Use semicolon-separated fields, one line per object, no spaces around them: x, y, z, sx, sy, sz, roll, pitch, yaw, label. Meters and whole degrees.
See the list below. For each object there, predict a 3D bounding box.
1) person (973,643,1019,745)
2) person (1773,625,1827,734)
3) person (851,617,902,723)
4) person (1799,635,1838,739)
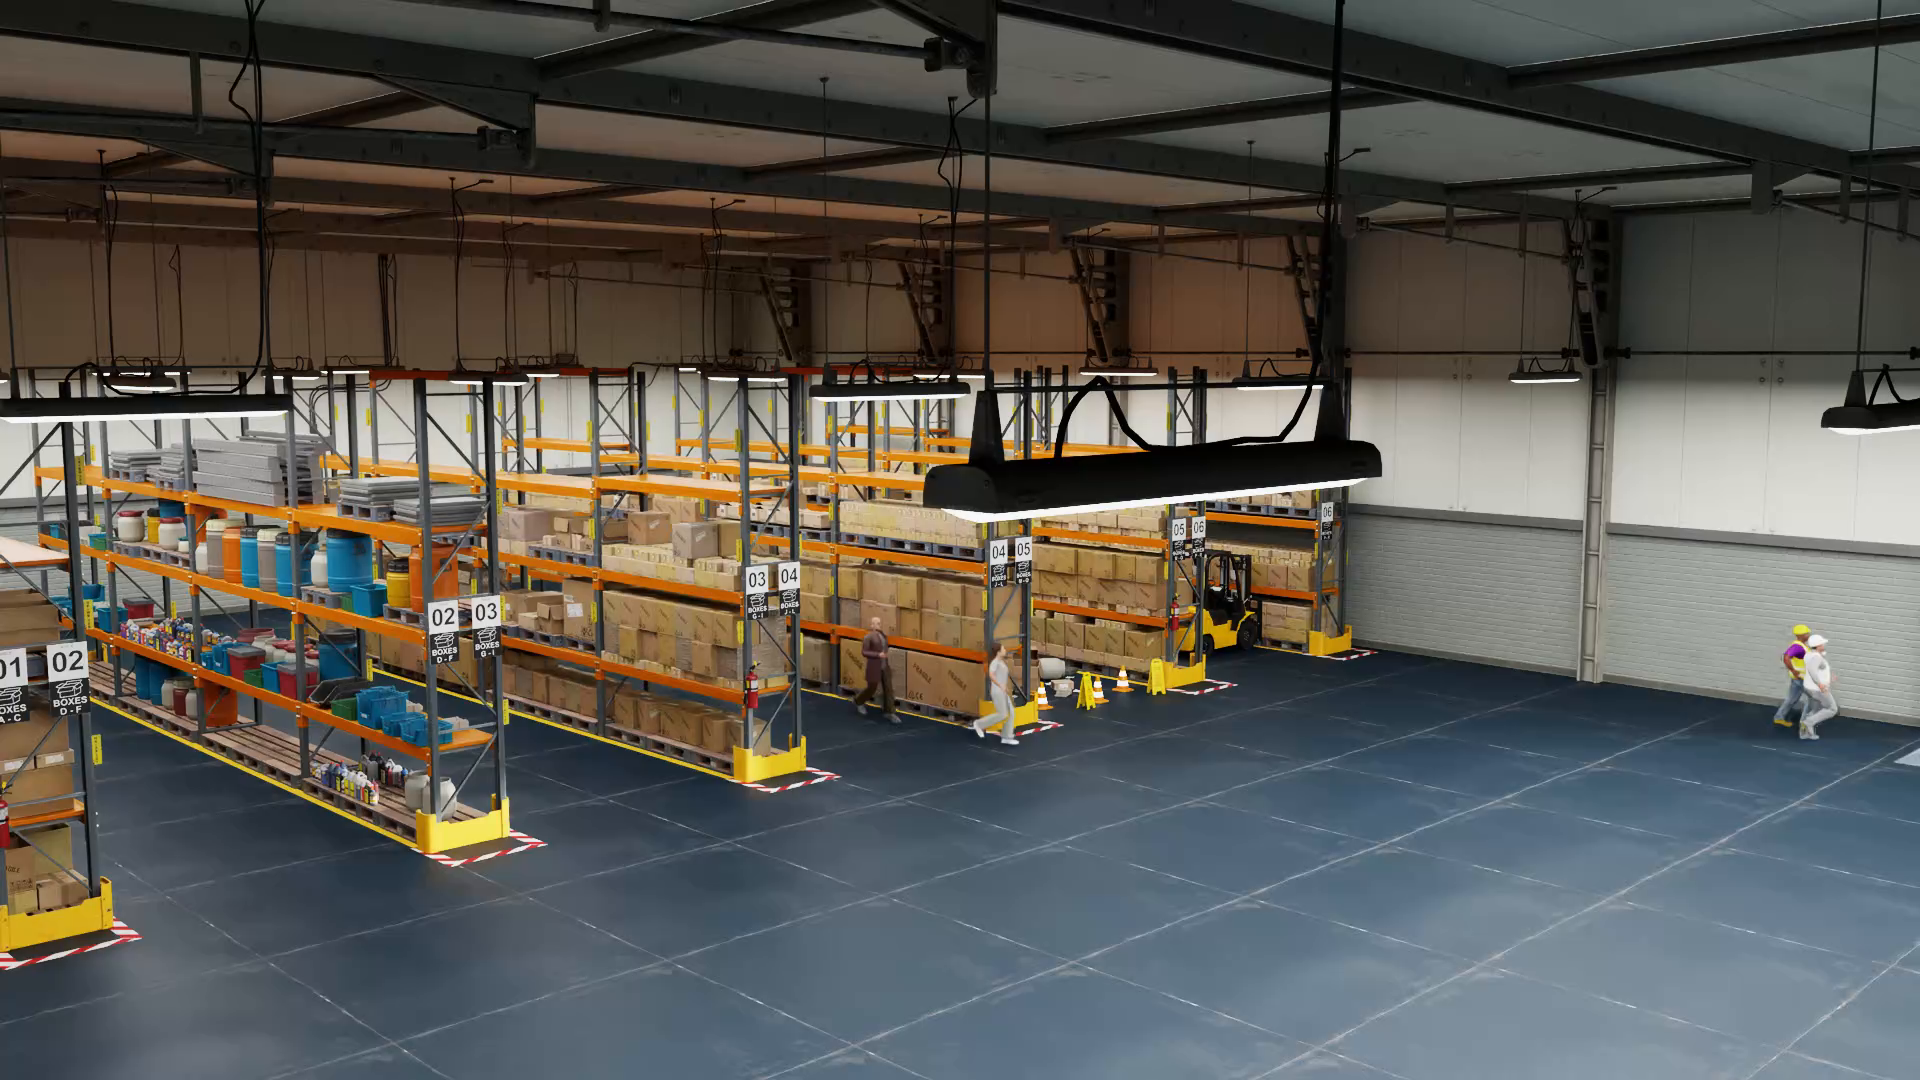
0.632;2.477;27.049;0.772;1.610;0.618;1;7;13;person
14.059;2.325;27.801;0.751;1.823;0.669;2;7;20;person
-1.444;2.213;28.590;1.049;1.798;0.707;5;8;40;person
14.044;2.409;27.145;0.575;1.728;0.649;1;6;7;person
